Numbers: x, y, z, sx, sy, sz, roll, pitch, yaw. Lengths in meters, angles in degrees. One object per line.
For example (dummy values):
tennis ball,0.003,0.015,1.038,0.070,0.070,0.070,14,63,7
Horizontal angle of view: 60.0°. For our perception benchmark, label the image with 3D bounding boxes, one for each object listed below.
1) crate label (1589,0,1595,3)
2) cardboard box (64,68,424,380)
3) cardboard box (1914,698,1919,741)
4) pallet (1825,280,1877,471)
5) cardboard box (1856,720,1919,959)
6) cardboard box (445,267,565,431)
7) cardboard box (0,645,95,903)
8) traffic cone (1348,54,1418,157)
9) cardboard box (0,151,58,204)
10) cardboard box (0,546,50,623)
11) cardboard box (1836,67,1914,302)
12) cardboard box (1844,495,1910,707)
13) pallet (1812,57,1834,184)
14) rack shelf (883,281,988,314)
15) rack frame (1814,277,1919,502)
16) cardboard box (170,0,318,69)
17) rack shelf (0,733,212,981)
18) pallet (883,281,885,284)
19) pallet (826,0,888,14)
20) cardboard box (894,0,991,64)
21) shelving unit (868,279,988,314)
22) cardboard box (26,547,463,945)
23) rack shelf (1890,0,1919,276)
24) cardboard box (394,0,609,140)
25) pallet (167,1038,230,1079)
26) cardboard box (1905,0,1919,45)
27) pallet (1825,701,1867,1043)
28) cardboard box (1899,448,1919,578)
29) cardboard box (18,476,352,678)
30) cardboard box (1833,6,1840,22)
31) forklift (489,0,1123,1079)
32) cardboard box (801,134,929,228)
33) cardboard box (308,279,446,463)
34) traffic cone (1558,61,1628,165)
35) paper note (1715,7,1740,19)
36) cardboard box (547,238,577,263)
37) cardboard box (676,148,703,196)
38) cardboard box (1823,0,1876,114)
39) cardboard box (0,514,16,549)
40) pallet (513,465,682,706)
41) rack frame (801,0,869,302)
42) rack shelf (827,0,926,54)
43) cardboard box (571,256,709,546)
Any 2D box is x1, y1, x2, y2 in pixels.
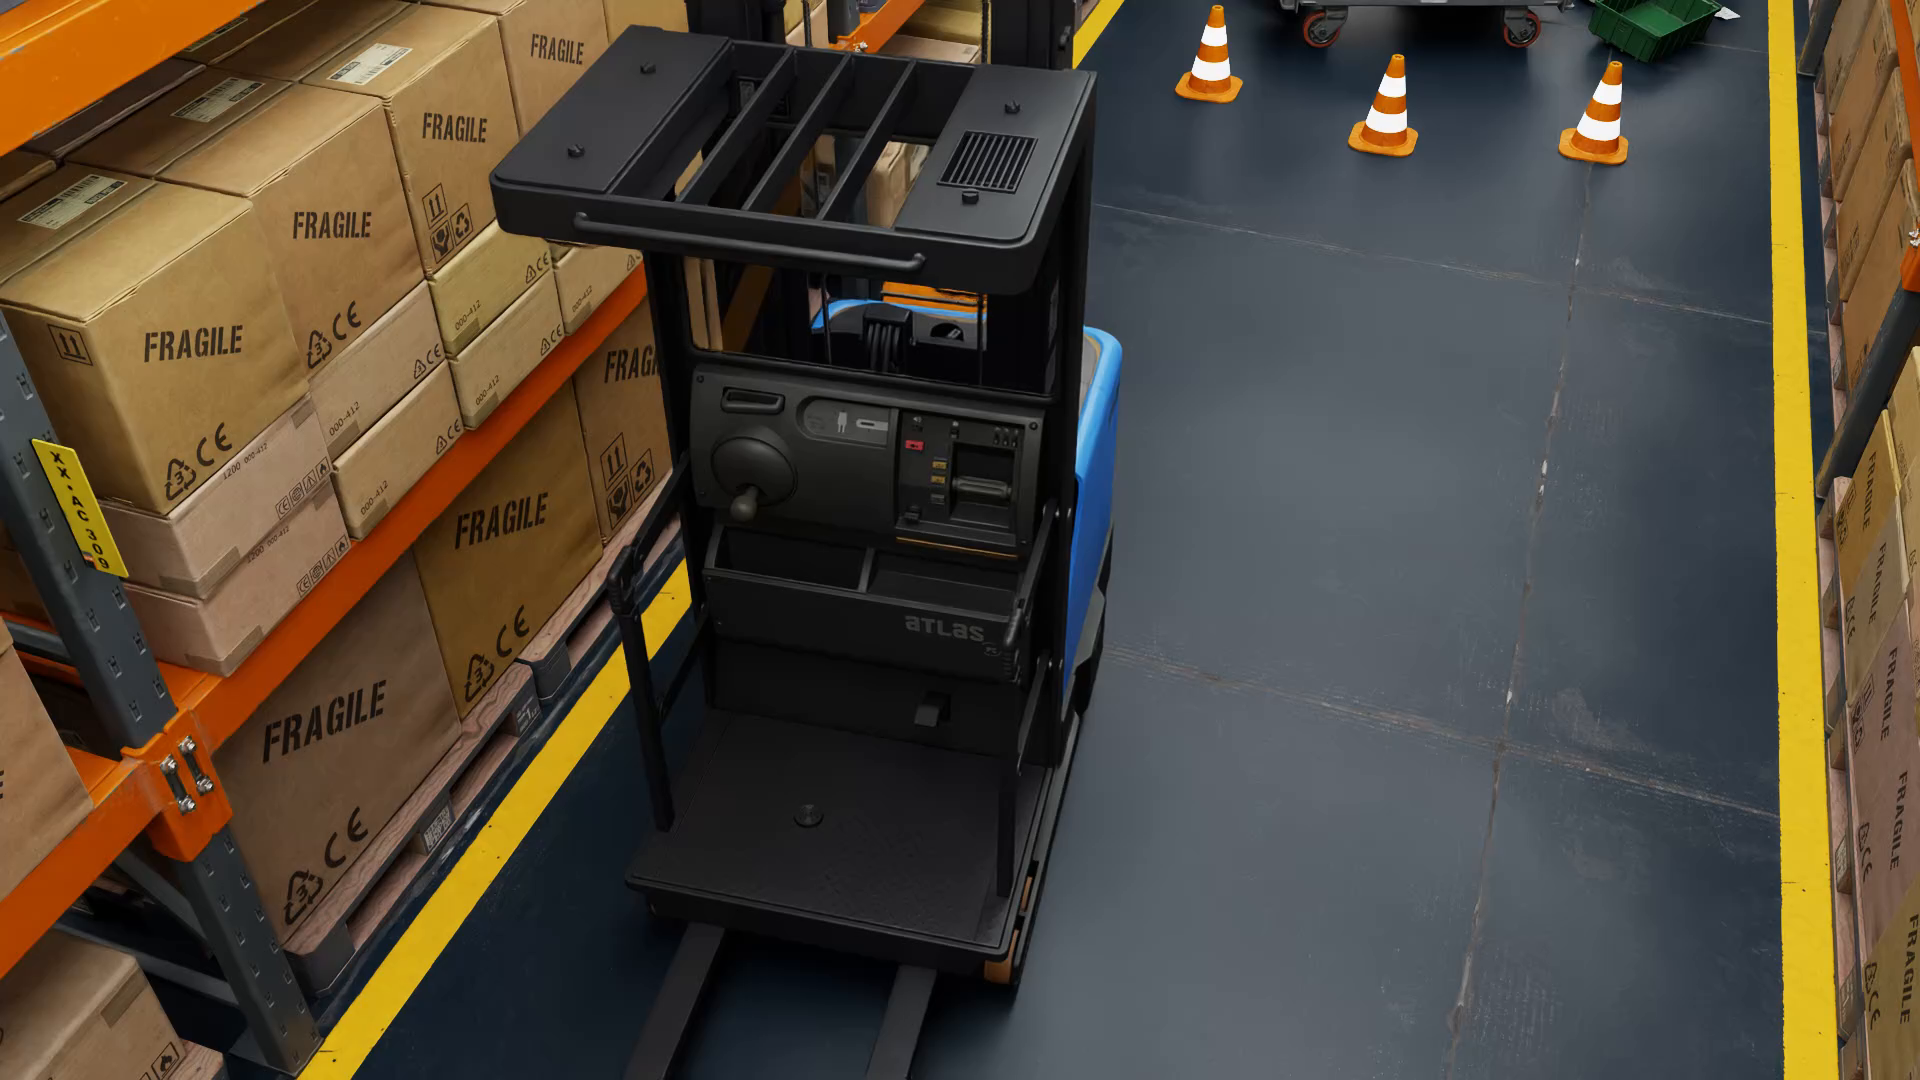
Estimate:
crate label,3.890,-3.338,10.057,0.298,0.136,0.250,-13,42,-15
cardboard box,-1.686,-0.761,3.983,0.500,0.500,0.500,13,42,15
cardboard box,2.805,0.575,4.289,0.500,0.250,0.500,12,42,13
pallet,4.140,-0.627,6.823,1.003,0.211,1.213,13,42,15
cardboard box,2.803,0.875,4.516,0.500,0.500,0.500,12,42,14
cardboard box,-1.490,-0.599,4.756,0.500,0.250,0.500,13,42,15
cardboard box,-2.173,0.480,3.299,0.500,0.500,0.500,14,42,15
traffic cone,2.213,-2.270,8.554,0.336,0.463,0.334,13,42,15
cardboard box,-2.338,-0.568,3.757,0.500,0.500,0.500,15,43,16
cardboard box,-2.338,-0.094,4.164,0.500,0.250,0.500,12,42,14
cardboard box,4.388,-1.413,7.005,1.050,0.750,0.750,14,42,16
cardboard box,3.149,0.250,5.249,0.500,0.500,0.500,14,42,16
pallet,4.974,-2.115,8.567,1.003,0.211,1.213,13,42,15
rack shelf,0.056,-0.981,6.083,0.538,0.278,1.000,9,41,10
rack frame,3.800,-1.224,5.373,1.000,3.000,0.127,13,42,15
cardboard box,-1.976,-1.190,4.486,0.500,0.500,0.500,15,43,16
rack shelf,-2.938,1.672,2.533,1.077,0.370,4.000,13,42,15
pallet,-0.618,-1.676,8.052,1.003,0.211,1.213,13,42,15
pallet,-0.743,-2.646,7.188,1.213,0.211,1.003,13,42,15
cardboard box,-0.175,-2.676,8.777,0.950,0.372,0.625,15,43,17
shelving unit,0.056,-0.759,6.273,0.538,1.125,1.048,9,41,10
cardboard box,-2.118,0.431,4.747,0.875,0.875,0.875,15,43,16
rack shelf,4.483,-2.170,7.037,1.077,0.370,4.000,13,42,15
cardboard box,-1.341,-1.383,4.712,0.500,0.500,0.500,13,42,14
pallet,-2.588,1.686,4.111,1.003,0.211,1.213,13,42,15
cardboard box,4.044,-2.205,6.446,0.500,0.500,0.500,13,42,14
pallet,3.112,1.055,4.851,1.003,0.211,1.213,13,42,15
cardboard box,3.163,-0.042,5.013,0.500,0.250,0.500,13,42,15
cardboard box,-1.856,0.026,4.024,0.500,0.250,0.500,12,42,14
cardboard box,5.448,-3.383,9.218,0.875,0.875,0.875,14,42,16
forklift,-0.297,-0.122,4.135,1.130,2.935,3.031,9,41,10
cardboard box,-0.684,-1.763,7.707,0.950,0.372,0.625,11,42,12
cardboard box,-1.687,-0.484,4.237,0.500,0.250,0.500,14,42,16
traffic cone,3.290,-2.216,8.490,0.336,0.463,0.334,13,42,15
paper note,4.546,-3.145,9.913,0.147,0.020,0.142,-13,42,-15
cardboard box,-1.319,-1.095,4.953,0.500,0.250,0.500,12,42,14
cardboard box,-1.163,-1.219,5.483,0.500,0.250,0.500,13,42,15
cardboard box,5.040,-2.569,8.360,1.050,0.750,0.750,13,42,15
cardboard box,-2.332,-0.277,3.994,0.500,0.250,0.500,13,42,15
pallet,-1.646,0.006,6.081,1.003,0.211,1.213,13,42,15
rack frame,-0.887,-2.261,6.589,1.000,3.000,0.127,13,42,15
rack shelf,-0.203,-3.207,8.252,1.077,0.370,4.000,13,42,15
cardboard box,-1.510,-0.666,6.034,0.875,0.875,0.875,14,42,16
